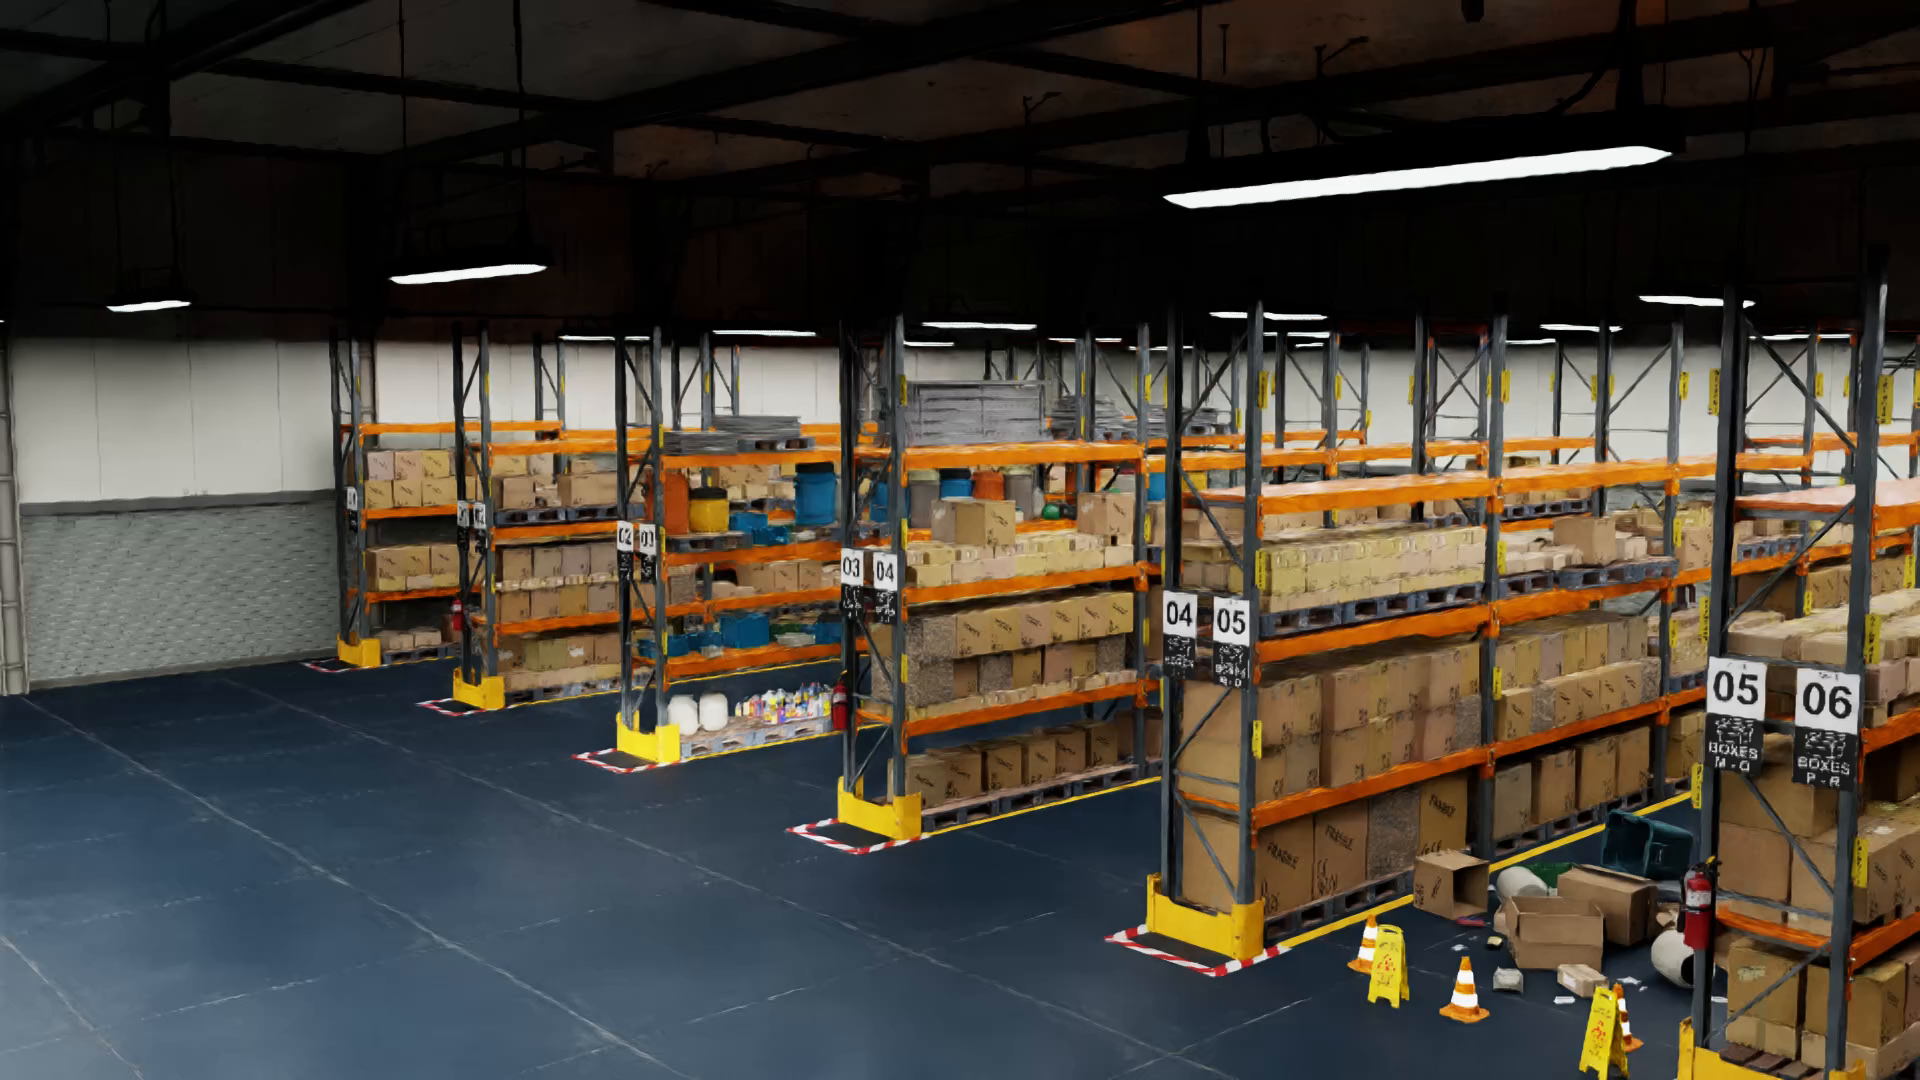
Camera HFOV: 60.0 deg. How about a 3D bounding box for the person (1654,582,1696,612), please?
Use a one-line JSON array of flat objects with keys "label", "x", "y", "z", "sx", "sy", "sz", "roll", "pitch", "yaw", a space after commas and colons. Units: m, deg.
[{"label": "person", "x": 13.423, "y": 1.219, "z": 31.201, "sx": 0.735, "sy": 1.712, "sz": 0.904, "roll": 3, "pitch": 7, "yaw": 31}]
